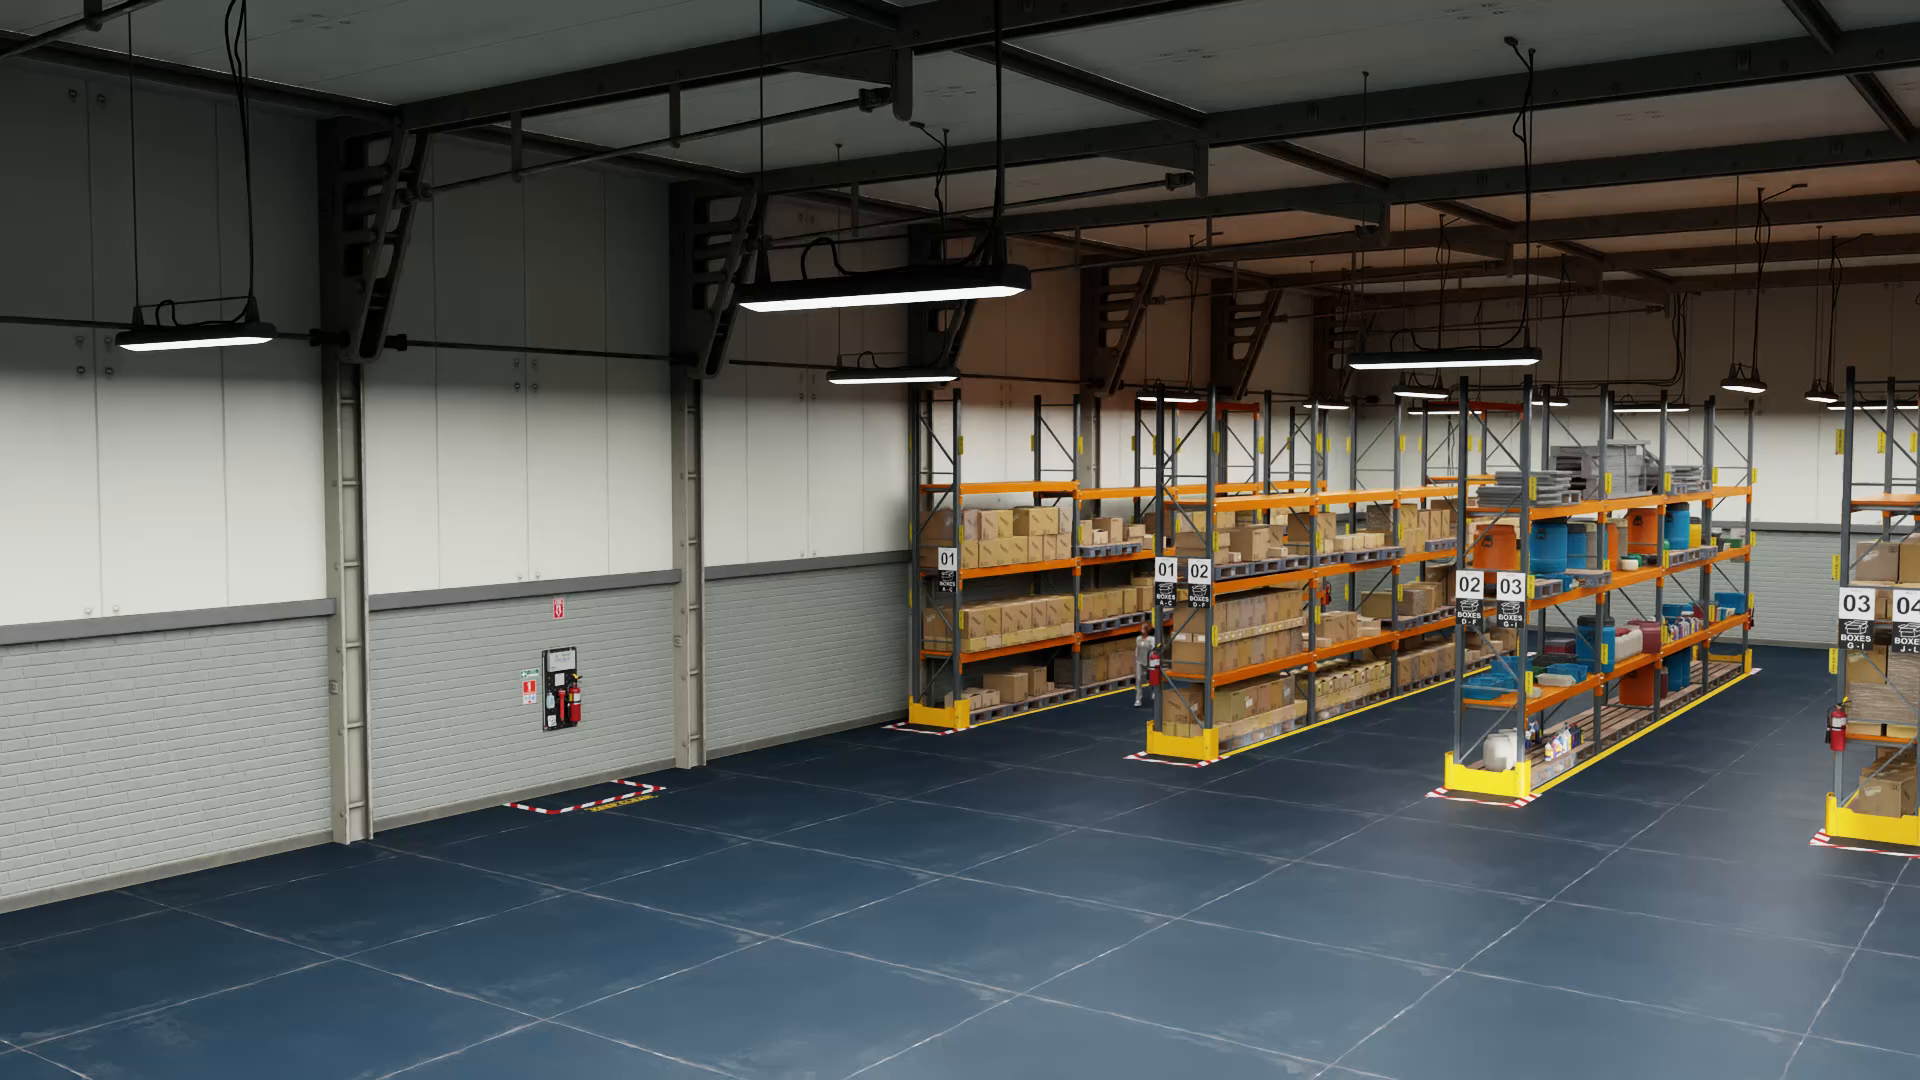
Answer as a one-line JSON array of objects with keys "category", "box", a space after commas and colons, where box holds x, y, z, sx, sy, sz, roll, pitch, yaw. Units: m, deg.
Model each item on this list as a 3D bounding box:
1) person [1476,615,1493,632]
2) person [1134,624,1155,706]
[{"category": "person", "box": [13.532, 1.666, 42.956, 0.558, 1.751, 0.729, -1, 3, -14]}, {"category": "person", "box": [3.575, 2.382, 31.996, 0.421, 1.552, 0.899, 1, 3, 20]}]
